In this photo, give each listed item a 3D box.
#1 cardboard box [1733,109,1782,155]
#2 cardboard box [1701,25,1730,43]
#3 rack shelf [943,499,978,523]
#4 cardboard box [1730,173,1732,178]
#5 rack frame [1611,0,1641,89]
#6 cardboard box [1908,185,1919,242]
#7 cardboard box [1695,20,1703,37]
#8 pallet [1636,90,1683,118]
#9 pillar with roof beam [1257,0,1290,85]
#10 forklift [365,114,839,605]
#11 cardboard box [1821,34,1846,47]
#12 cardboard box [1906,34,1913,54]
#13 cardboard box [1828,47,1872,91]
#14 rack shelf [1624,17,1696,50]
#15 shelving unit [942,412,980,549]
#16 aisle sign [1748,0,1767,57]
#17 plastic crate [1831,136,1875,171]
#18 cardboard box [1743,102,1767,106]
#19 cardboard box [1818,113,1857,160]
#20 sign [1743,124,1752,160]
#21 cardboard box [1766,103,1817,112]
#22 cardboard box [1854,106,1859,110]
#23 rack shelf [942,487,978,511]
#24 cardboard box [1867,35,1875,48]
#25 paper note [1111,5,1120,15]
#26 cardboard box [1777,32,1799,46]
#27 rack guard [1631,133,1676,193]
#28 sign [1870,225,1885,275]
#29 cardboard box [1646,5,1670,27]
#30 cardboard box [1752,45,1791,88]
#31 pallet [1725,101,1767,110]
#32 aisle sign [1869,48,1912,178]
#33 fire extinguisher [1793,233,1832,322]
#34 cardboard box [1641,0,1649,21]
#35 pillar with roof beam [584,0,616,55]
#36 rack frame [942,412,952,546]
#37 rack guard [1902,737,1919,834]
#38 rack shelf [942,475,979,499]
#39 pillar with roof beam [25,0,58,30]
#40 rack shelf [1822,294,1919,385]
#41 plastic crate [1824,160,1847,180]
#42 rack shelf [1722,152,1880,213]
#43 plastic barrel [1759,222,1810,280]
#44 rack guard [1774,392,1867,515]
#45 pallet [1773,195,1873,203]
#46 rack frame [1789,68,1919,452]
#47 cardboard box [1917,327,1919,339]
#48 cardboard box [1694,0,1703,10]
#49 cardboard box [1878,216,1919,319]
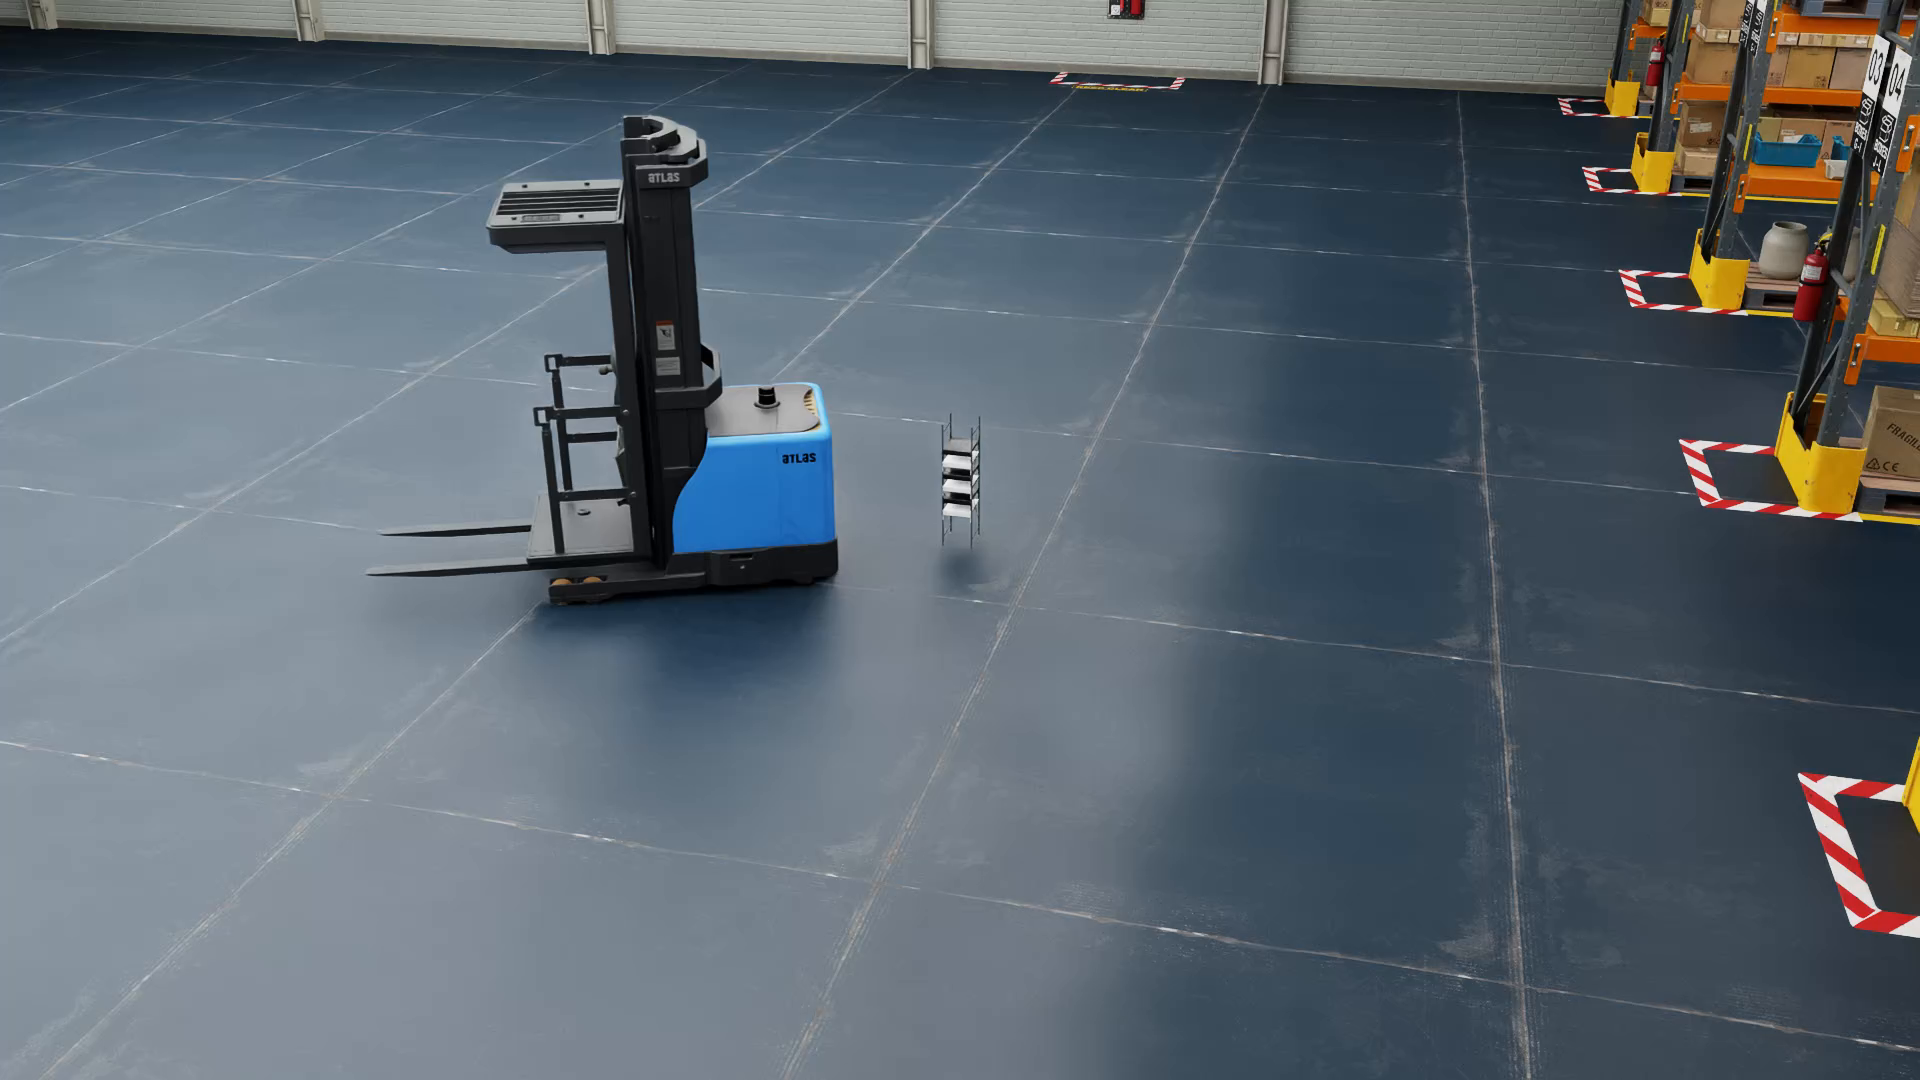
[{"bbox_3d":[9.773,-5.010,20.503,0.500,0.500,0.500,6,26,13],"label":"cardboard box"},{"bbox_3d":[9.151,-6.132,20.151,0.250,0.149,0.380,6,26,13],"label":"cardboard box"},{"bbox_3d":[0.008,-0.213,11.528,0.200,0.077,0.258,6,26,13],"label":"rack shelf"},{"bbox_3d":[9.773,-4.672,20.665,0.500,0.250,0.500,6,26,13],"label":"cardboard box"},{"bbox_3d":[10.054,-7.988,24.922,0.127,3.000,1.000,6,26,13],"label":"rack frame"},{"bbox_3d":[6.818,-2.261,11.265,0.500,0.500,0.500,6,26,13],"label":"cardboard box"},{"bbox_3d":[9.242,-6.302,20.509,0.250,0.149,0.380,6,26,12],"label":"cardboard box"},{"bbox_3d":[10.906,-6.620,25.290,1.213,0.211,1.003,6,26,13],"label":"pallet"},{"bbox_3d":[4.065,-9.832,21.816,0.400,9.000,9.100,6,26,13],"label":"pillar with roof beam"},{"bbox_3d":[-2.370,-1.146,10.629,3.031,2.935,1.130,-4,26,-8],"label":"forklift"},{"bbox_3d":[10.398,-5.995,19.864,0.250,0.149,0.380,6,26,12],"label":"cardboard box"},{"bbox_3d":[6.700,-3.369,11.439,0.250,0.149,0.380,6,26,13],"label":"cardboard box"},{"bbox_3d":[10.773,-5.751,20.106,0.500,0.500,0.700,7,26,15],"label":"cardboard box"},{"bbox_3d":[11.991,-7.450,24.626,4.000,0.370,1.077,6,26,13],"label":"rack shelf"},{"bbox_3d":[0.008,-0.405,11.436,0.210,0.900,0.258,6,26,13],"label":"shelving unit"},{"bbox_3d":[7.444,-4.924,15.460,0.004,0.787,0.394,6,26,13],"label":"aisle sign"},{"bbox_3d":[8.774,-3.796,16.288,0.408,0.251,0.499,6,26,13],"label":"plastic crate"},{"bbox_3d":[11.952,-6.787,24.793,0.500,0.500,0.700,5,26,10],"label":"cardboard box"},{"bbox_3d":[10.740,-4.901,20.274,0.500,0.500,0.500,6,26,13],"label":"cardboard box"},{"bbox_3d":[7.446,-3.760,15.719,0.005,0.325,0.100,6,26,13],"label":"sign"},{"bbox_3d":[10.390,-5.178,20.856,0.500,0.500,0.500,6,26,13],"label":"cardboard box"},{"bbox_3d":[11.358,-5.071,20.632,0.500,0.500,0.500,6,26,13],"label":"cardboard box"},{"bbox_3d":[0.008,-0.294,11.489,0.200,0.077,0.258,6,26,13],"label":"rack shelf"},{"bbox_3d":[10.894,-5.939,19.746,0.250,0.149,0.380,7,26,15],"label":"cardboard box"},{"bbox_3d":[2.599,-8.846,27.748,0.142,0.148,0.016,6,26,13],"label":"paper note"},{"bbox_3d":[9.892,-6.050,19.978,0.250,0.149,0.380,6,26,12],"label":"cardboard box"},{"bbox_3d":[8.801,-4.800,21.132,0.348,0.500,1.175,6,26,13],"label":"rack guard"},{"bbox_3d":[6.218,-1.967,11.267,0.005,0.325,0.100,6,26,13],"label":"sign"},{"bbox_3d":[10.448,-7.745,24.562,0.500,0.250,0.500,6,26,11],"label":"cardboard box"},{"bbox_3d":[9.783,-5.861,20.337,0.500,0.500,0.700,7,26,14],"label":"cardboard box"},{"bbox_3d":[12.084,-6.488,25.014,1.213,0.211,1.003,6,26,13],"label":"pallet"},{"bbox_3d":[6.219,-2.858,11.120,0.004,0.787,0.394,6,26,13],"label":"aisle sign"},{"bbox_3d":[6.357,-1.971,12.373,0.183,0.674,0.296,6,26,13],"label":"fire extinguisher"},{"bbox_3d":[10.555,-7.960,25.014,0.500,0.250,0.500,7,26,14],"label":"cardboard box"},{"bbox_3d":[-7.557,-11.117,24.514,0.400,9.000,9.100,6,26,13],"label":"pillar with roof beam"},{"bbox_3d":[-0.091,-0.416,11.459,0.006,0.900,0.240,6,26,13],"label":"rack frame"},{"bbox_3d":[4.997,1.378,8.155,0.348,0.500,1.175,6,26,13],"label":"rack guard"},{"bbox_3d":[0.008,-0.375,11.451,0.200,0.077,0.258,6,26,13],"label":"rack shelf"},{"bbox_3d":[-19.179,-12.402,27.213,0.400,9.000,9.100,6,26,13],"label":"pillar with roof beam"},{"bbox_3d":[8.290,-1.263,11.632,4.000,0.370,1.077,6,26,13],"label":"rack shelf"},{"bbox_3d":[8.373,-3.515,15.832,0.250,0.136,0.298,6,26,13],"label":"plastic crate"},{"bbox_3d":[9.524,-3.325,15.963,4.000,0.370,1.077,6,26,13],"label":"rack shelf"},{"bbox_3d":[8.243,-2.892,16.622,0.421,0.512,0.421,0,25,0],"label":"plastic barrel"},{"bbox_3d":[6.427,-0.665,12.448,0.348,0.500,1.175,6,26,13],"label":"rack guard"},{"bbox_3d":[10.753,-4.471,20.777,1.213,0.211,1.003,6,26,13],"label":"pallet"},{"bbox_3d":[6.353,-1.802,11.927,0.127,3.000,1.000,6,26,13],"label":"rack frame"},{"bbox_3d":[6.807,-1.524,11.636,0.250,0.149,0.380,6,26,13],"label":"cardboard box"},{"bbox_3d":[10.918,-8.035,24.298,0.500,0.500,0.500,6,26,13],"label":"cardboard box"},{"bbox_3d":[6.879,-1.911,11.694,0.500,0.500,0.875,6,26,13],"label":"cardboard box"}]
